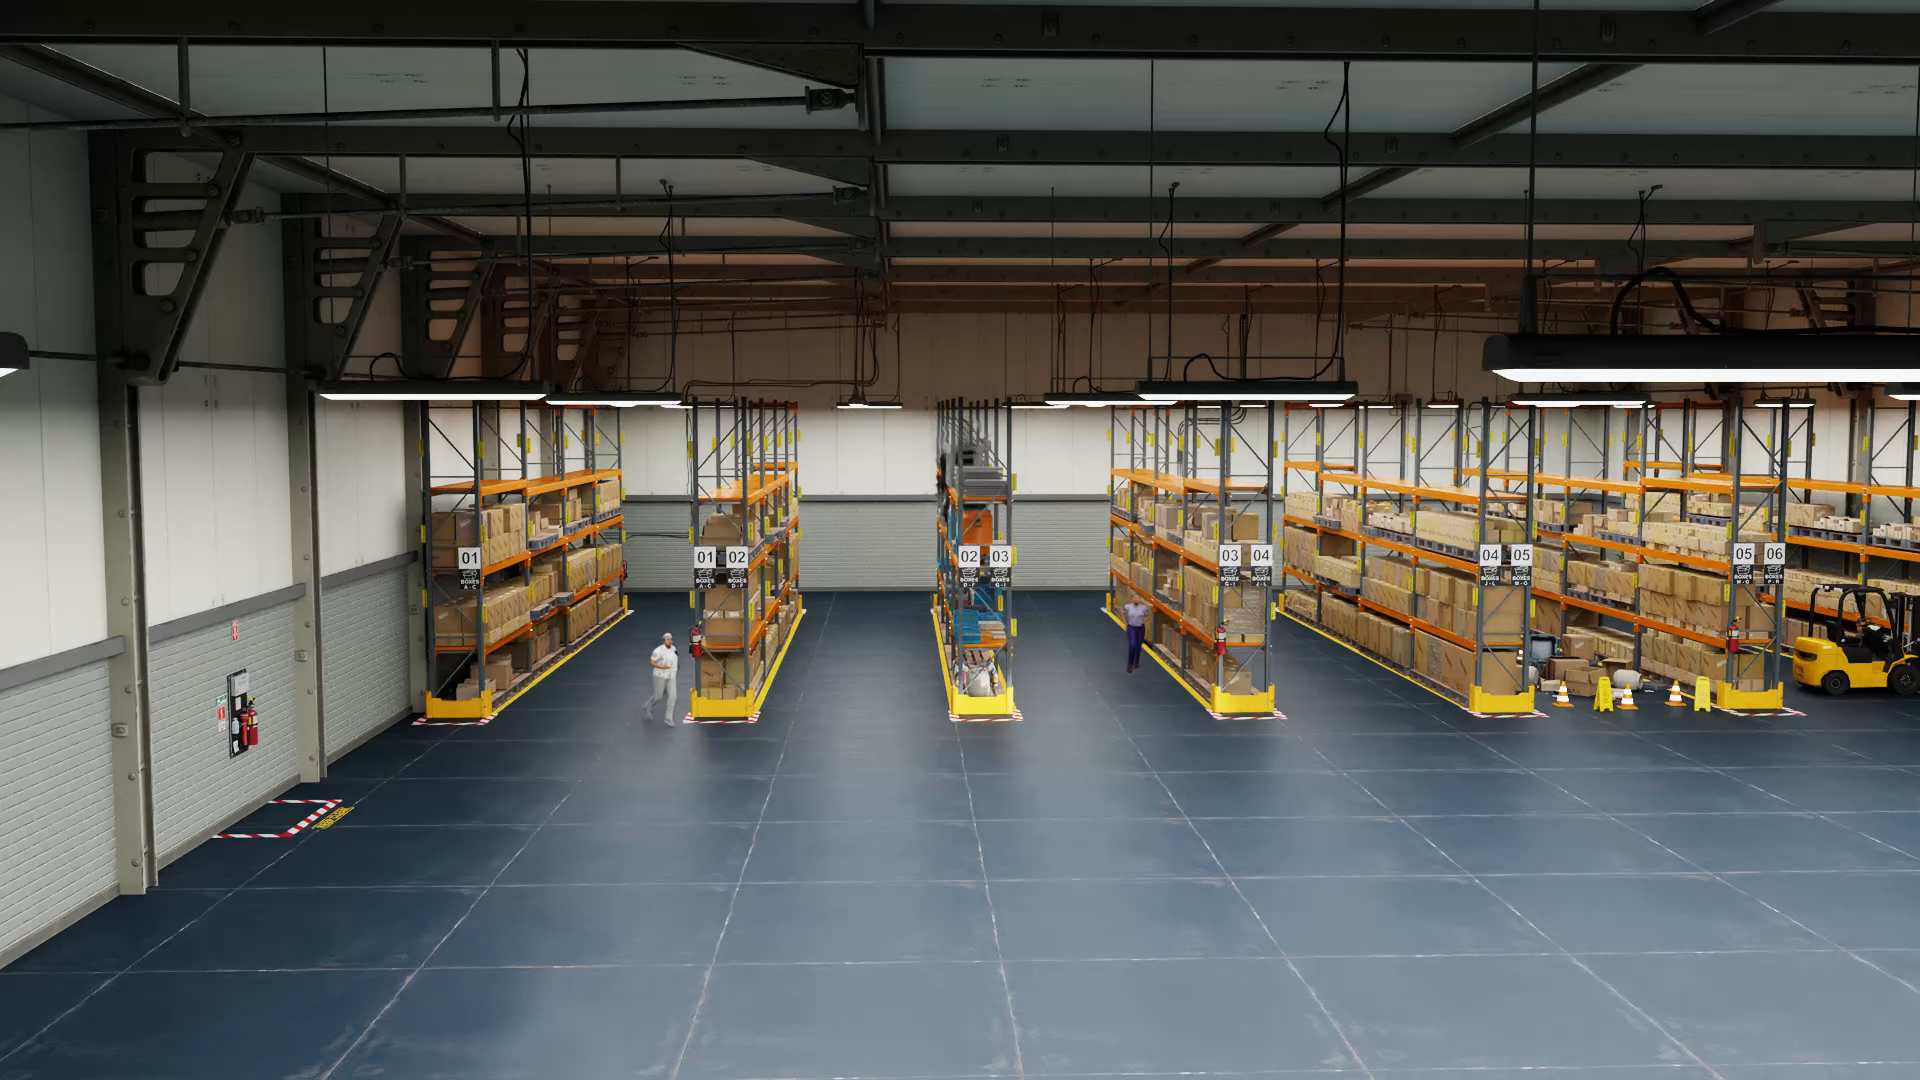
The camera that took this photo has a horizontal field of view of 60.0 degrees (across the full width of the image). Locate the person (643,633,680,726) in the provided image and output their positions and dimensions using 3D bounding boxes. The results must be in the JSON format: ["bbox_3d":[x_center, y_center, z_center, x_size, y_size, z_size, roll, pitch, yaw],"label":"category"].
[{"bbox_3d":[-5.441,2.544,30.614,0.615,1.680,0.839,-4,6,-41],"label":"person"}]

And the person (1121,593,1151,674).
[{"bbox_3d":[3.726,1.960,35.061,0.597,1.674,0.707,0,4,-5],"label":"person"}]

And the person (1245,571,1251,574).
[{"bbox_3d":[8.001,1.373,46.277,0.550,1.587,0.744,0,4,2],"label":"person"}]
